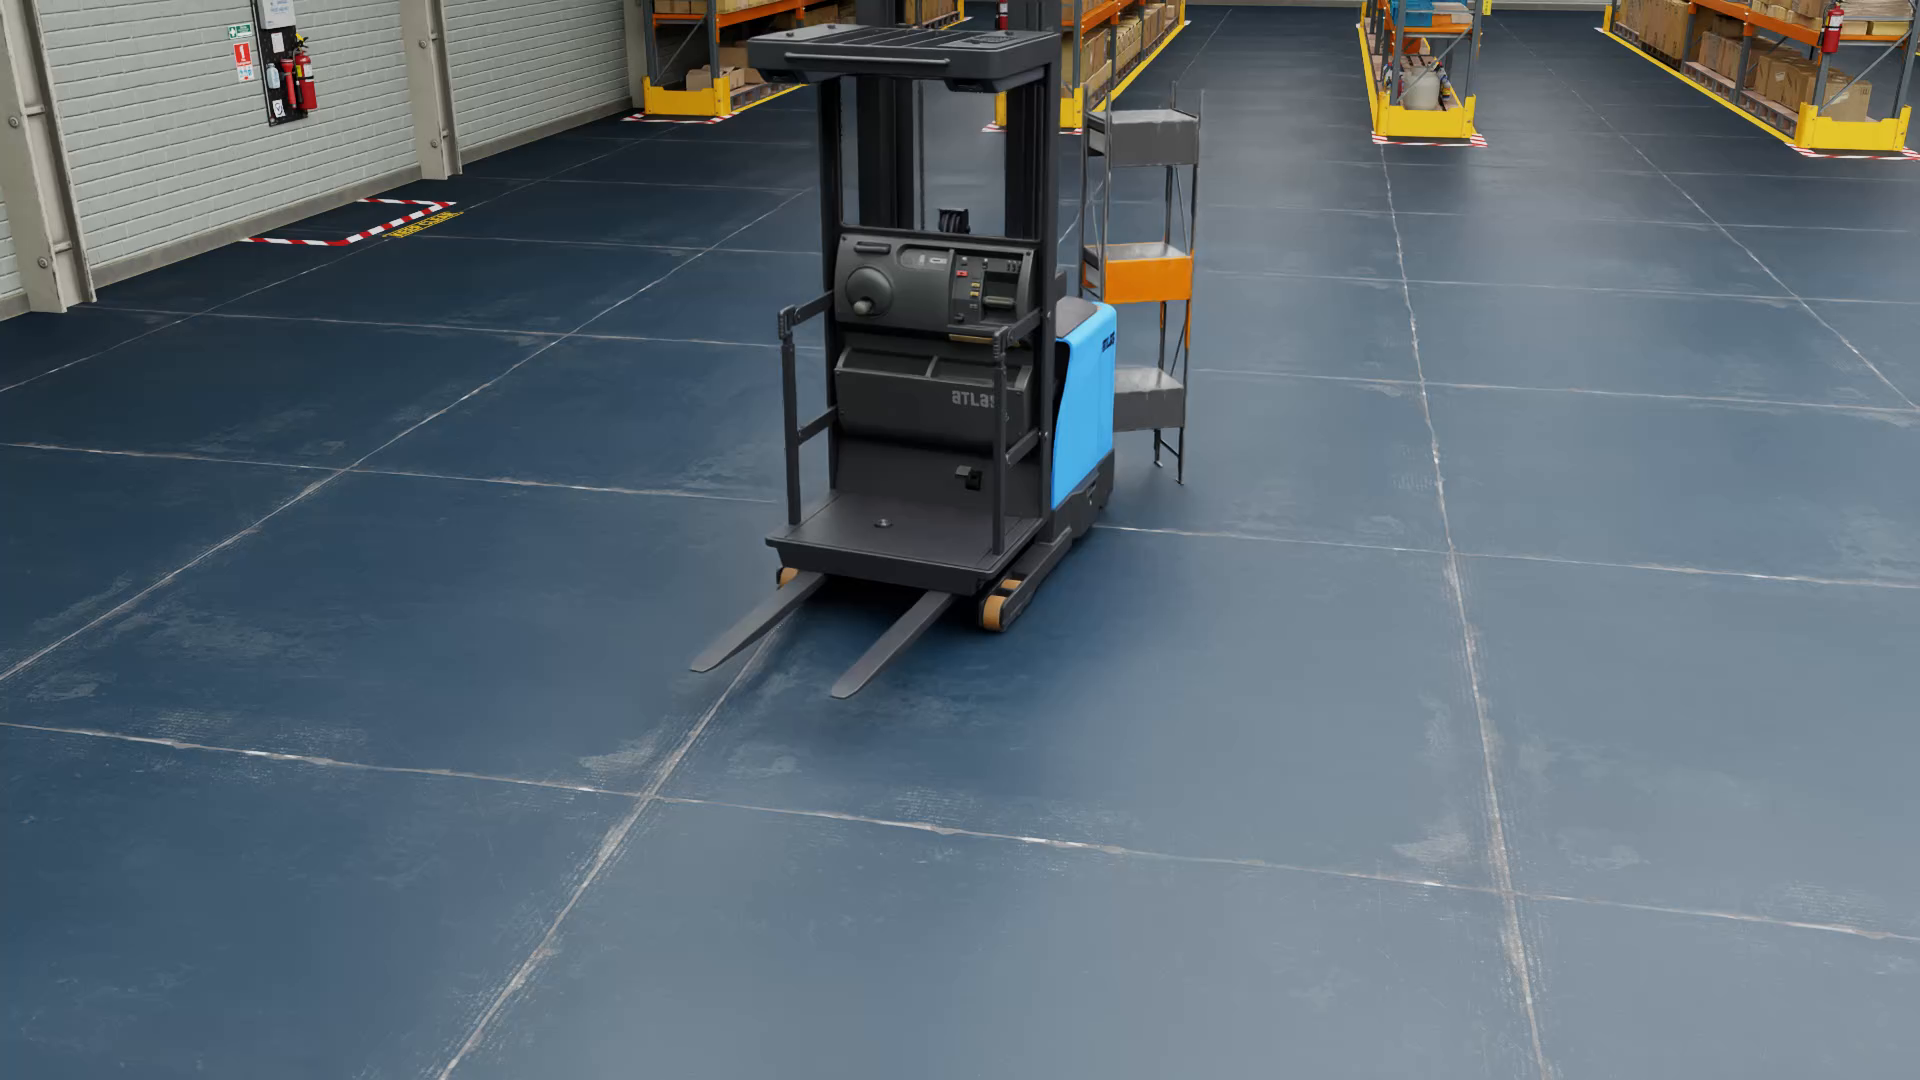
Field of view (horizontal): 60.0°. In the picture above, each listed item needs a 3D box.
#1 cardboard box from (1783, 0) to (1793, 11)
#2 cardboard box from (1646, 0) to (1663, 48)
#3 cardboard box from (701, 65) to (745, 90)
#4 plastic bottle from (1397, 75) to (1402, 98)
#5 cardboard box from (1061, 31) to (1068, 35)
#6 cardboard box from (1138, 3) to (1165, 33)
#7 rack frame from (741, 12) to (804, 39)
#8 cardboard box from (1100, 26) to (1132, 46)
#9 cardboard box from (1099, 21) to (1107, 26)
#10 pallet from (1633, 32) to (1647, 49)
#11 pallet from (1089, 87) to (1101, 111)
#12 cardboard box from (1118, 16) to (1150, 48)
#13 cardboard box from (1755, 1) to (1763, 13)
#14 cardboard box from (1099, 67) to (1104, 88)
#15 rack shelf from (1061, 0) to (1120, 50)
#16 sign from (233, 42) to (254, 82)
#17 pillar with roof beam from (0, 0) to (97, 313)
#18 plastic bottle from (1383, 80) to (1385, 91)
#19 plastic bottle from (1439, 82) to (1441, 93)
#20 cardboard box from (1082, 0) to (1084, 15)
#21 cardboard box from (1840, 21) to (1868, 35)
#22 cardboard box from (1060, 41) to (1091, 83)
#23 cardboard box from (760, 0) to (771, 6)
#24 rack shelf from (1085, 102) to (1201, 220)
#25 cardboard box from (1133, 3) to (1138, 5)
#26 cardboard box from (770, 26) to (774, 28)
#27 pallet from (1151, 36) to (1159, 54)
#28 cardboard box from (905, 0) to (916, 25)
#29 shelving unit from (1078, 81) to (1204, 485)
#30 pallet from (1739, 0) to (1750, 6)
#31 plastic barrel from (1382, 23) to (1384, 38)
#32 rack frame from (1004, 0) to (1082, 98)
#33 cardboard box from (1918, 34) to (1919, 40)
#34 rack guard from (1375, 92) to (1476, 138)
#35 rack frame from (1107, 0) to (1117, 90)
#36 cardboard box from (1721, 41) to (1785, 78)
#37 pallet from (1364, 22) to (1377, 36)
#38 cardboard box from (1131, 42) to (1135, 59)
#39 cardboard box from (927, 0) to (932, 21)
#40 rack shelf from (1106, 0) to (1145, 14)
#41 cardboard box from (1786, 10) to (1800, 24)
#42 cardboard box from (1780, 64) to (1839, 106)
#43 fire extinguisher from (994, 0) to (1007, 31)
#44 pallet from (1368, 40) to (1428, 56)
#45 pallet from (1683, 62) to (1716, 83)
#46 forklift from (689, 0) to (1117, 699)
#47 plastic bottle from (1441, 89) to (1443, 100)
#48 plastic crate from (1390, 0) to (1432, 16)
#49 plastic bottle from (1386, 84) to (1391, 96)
[{"bbox_3d":[11.148,-7.072,21.367,0.875,0.500,0.500,4,22,11],"label":"cardboard box"},{"bbox_3d":[12.922,-9.171,29.391,1.225,0.875,0.875,4,22,9],"label":"cardboard box"},{"bbox_3d":[-3.436,-6.680,23.934,0.500,0.311,0.500,6,23,15],"label":"cardboard box"},{"bbox_3d":[6.046,-6.244,22.890,0.061,0.283,0.133,4,22,11],"label":"plastic bottle"},{"bbox_3d":[1.280,-7.111,24.109,0.500,0.500,0.500,4,22,11],"label":"cardboard box"},{"bbox_3d":[3.697,-10.123,32.230,0.500,0.500,0.500,4,22,11],"label":"cardboard box"},{"bbox_3d":[-2.965,-8.731,26.018,1.000,3.000,0.127,4,22,11],"label":"rack frame"},{"bbox_3d":[2.526,-8.229,27.138,0.500,0.311,0.500,5,22,12],"label":"cardboard box"},{"bbox_3d":[2.208,-8.635,28.148,0.500,0.311,0.500,4,22,10],"label":"cardboard box"},{"bbox_3d":[13.447,-9.503,31.666,1.003,0.211,1.213,4,22,11],"label":"pallet"},{"bbox_3d":[1.435,-6.326,23.779,1.003,0.211,1.213,4,22,11],"label":"pallet"},{"bbox_3d":[3.074,-9.007,29.460,0.500,0.500,0.500,5,23,13],"label":"cardboard box"},{"bbox_3d":[11.180,-7.336,22.889,0.380,0.149,0.250,4,22,11],"label":"cardboard box"},{"bbox_3d":[1.805,-6.722,24.147,0.500,0.250,0.500,4,22,11],"label":"cardboard box"},{"bbox_3d":[1.477,-7.290,23.402,1.077,0.370,4.000,4,22,11],"label":"rack shelf"},{"bbox_3d":[-6.465,-4.317,15.010,0.001,0.329,0.234,4,22,11],"label":"sign"},{"bbox_3d":[-2.719,-5.656,10.352,9.100,9.000,0.400,4,22,11],"label":"pillar with roof beam"},{"bbox_3d":[6.043,-6.448,23.504,0.097,0.201,0.097,0,22,0],"label":"plastic bottle"},{"bbox_3d":[6.745,-6.332,23.217,0.097,0.201,0.097,0,22,0],"label":"plastic bottle"},{"bbox_3d":[1.279,-7.301,22.332,0.700,0.500,0.500,5,22,12],"label":"cardboard box"},{"bbox_3d":[10.622,-6.139,19.917,0.380,0.149,0.250,4,22,11],"label":"cardboard box"},{"bbox_3d":[1.496,-6.521,22.645,0.500,0.500,0.500,4,22,11],"label":"cardboard box"},{"bbox_3d":[-3.064,-7.924,24.187,0.500,0.250,0.500,5,22,11],"label":"cardboard box"},{"bbox_3d":[0.927,-1.960,8.573,0.480,0.518,0.431,-5,23,-13],"label":"rack shelf"},{"bbox_3d":[3.180,-10.167,32.340,0.500,0.500,0.500,3,22,8],"label":"cardboard box"},{"bbox_3d":[-2.775,-8.239,27.553,0.700,0.500,0.500,4,22,10],"label":"cardboard box"},{"bbox_3d":[3.142,-9.239,31.012,1.003,0.211,1.213,4,22,11],"label":"pallet"},{"bbox_3d":[-1.338,-10.607,32.991,0.750,0.750,0.750,5,22,12],"label":"cardboard box"},{"bbox_3d":[0.927,-1.324,8.829,0.503,2.100,0.431,-5,23,-13],"label":"shelving unit"},{"bbox_3d":[11.881,-7.778,23.907,1.003,0.211,1.213,4,22,11],"label":"pallet"},{"bbox_3d":[7.891,-9.286,30.164,0.421,0.512,0.421,0,22,0],"label":"plastic barrel"},{"bbox_3d":[1.069,-6.892,21.451,1.000,3.000,0.127,4,22,11],"label":"rack frame"},{"bbox_3d":[17.922,-9.341,30.786,0.380,0.149,0.250,4,22,9],"label":"cardboard box"},{"bbox_3d":[5.887,-5.385,21.055,1.175,0.500,0.348,4,22,11],"label":"rack guard"},{"bbox_3d":[1.885,-8.355,25.083,1.000,3.000,0.127,4,22,11],"label":"rack frame"},{"bbox_3d":[11.958,-7.243,25.081,0.700,0.500,0.500,3,22,6],"label":"cardboard box"},{"bbox_3d":[8.725,-10.328,33.714,1.003,0.211,1.213,4,22,11],"label":"pallet"},{"bbox_3d":[2.626,-8.154,27.702,0.500,0.250,0.500,5,22,12],"label":"cardboard box"},{"bbox_3d":[-0.974,-11.141,34.786,0.700,0.500,0.500,4,22,10],"label":"cardboard box"},{"bbox_3d":[2.293,-8.753,27.034,1.077,0.370,4.000,4,22,11],"label":"rack shelf"},{"bbox_3d":[10.825,-6.695,21.299,0.380,0.149,0.250,4,22,11],"label":"cardboard box"},{"bbox_3d":[11.302,-6.047,22.138,0.500,0.500,0.500,2,22,6],"label":"cardboard box"},{"bbox_3d":[0.590,-6.848,21.446,0.296,0.674,0.183,4,22,11],"label":"fire extinguisher"},{"bbox_3d":[7.921,-8.882,30.124,1.003,0.211,1.213,4,22,11],"label":"pallet"},{"bbox_3d":[12.238,-7.482,26.649,1.003,0.211,1.213,4,22,11],"label":"pallet"},{"bbox_3d":[-0.197,-1.128,7.230,1.130,2.935,3.031,8,23,20],"label":"forklift"},{"bbox_3d":[6.614,-6.096,22.632,0.097,0.201,0.097,0,22,0],"label":"plastic bottle"},{"bbox_3d":[5.865,-6.887,21.638,0.499,0.251,0.408,4,22,11],"label":"plastic crate"},{"bbox_3d":[5.863,-6.124,22.701,0.097,0.201,0.097,0,22,0],"label":"plastic bottle"}]
